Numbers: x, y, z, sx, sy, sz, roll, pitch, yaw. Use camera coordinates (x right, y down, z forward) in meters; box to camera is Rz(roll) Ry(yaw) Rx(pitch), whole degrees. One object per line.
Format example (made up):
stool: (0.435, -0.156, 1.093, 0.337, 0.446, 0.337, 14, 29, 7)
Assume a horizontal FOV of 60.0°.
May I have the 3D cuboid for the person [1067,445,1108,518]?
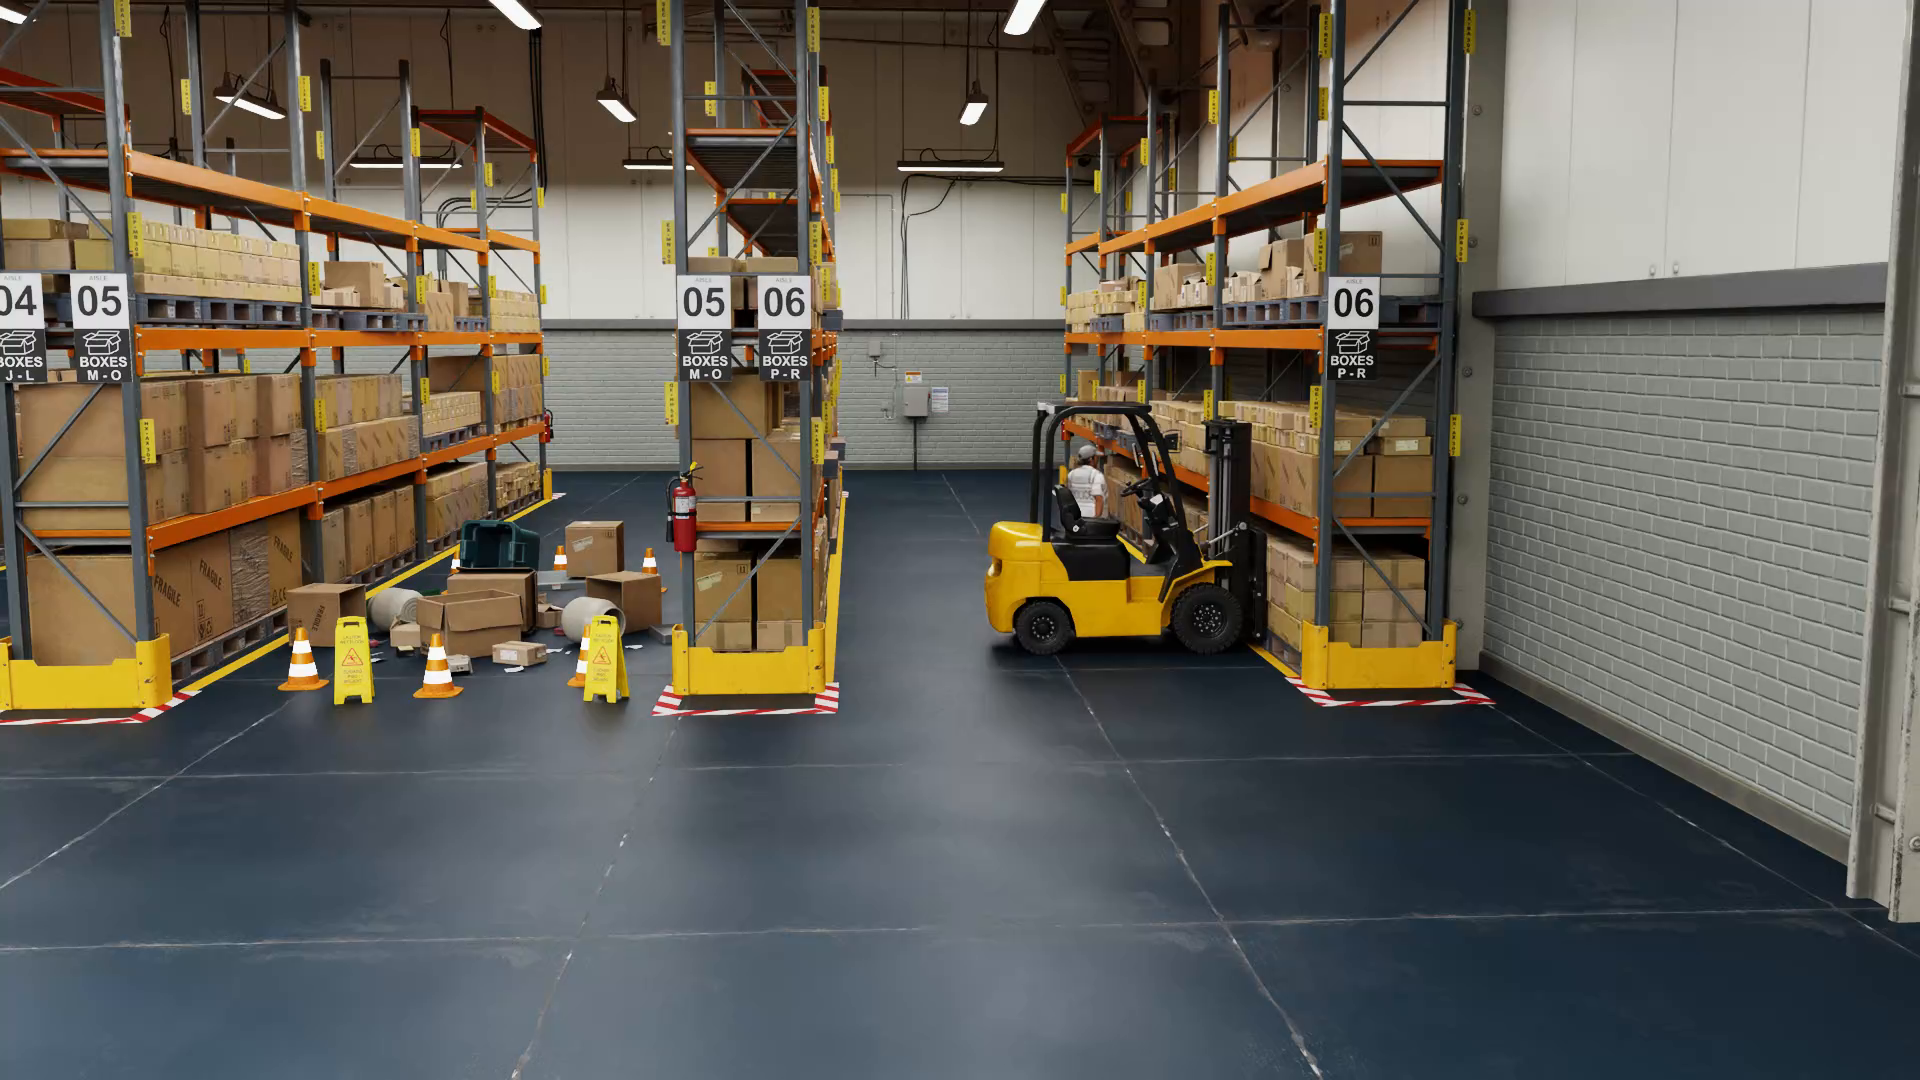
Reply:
person: (1.325, -0.194, 17.392, 0.459, 1.597, 1.078, 3, 8, 23)
